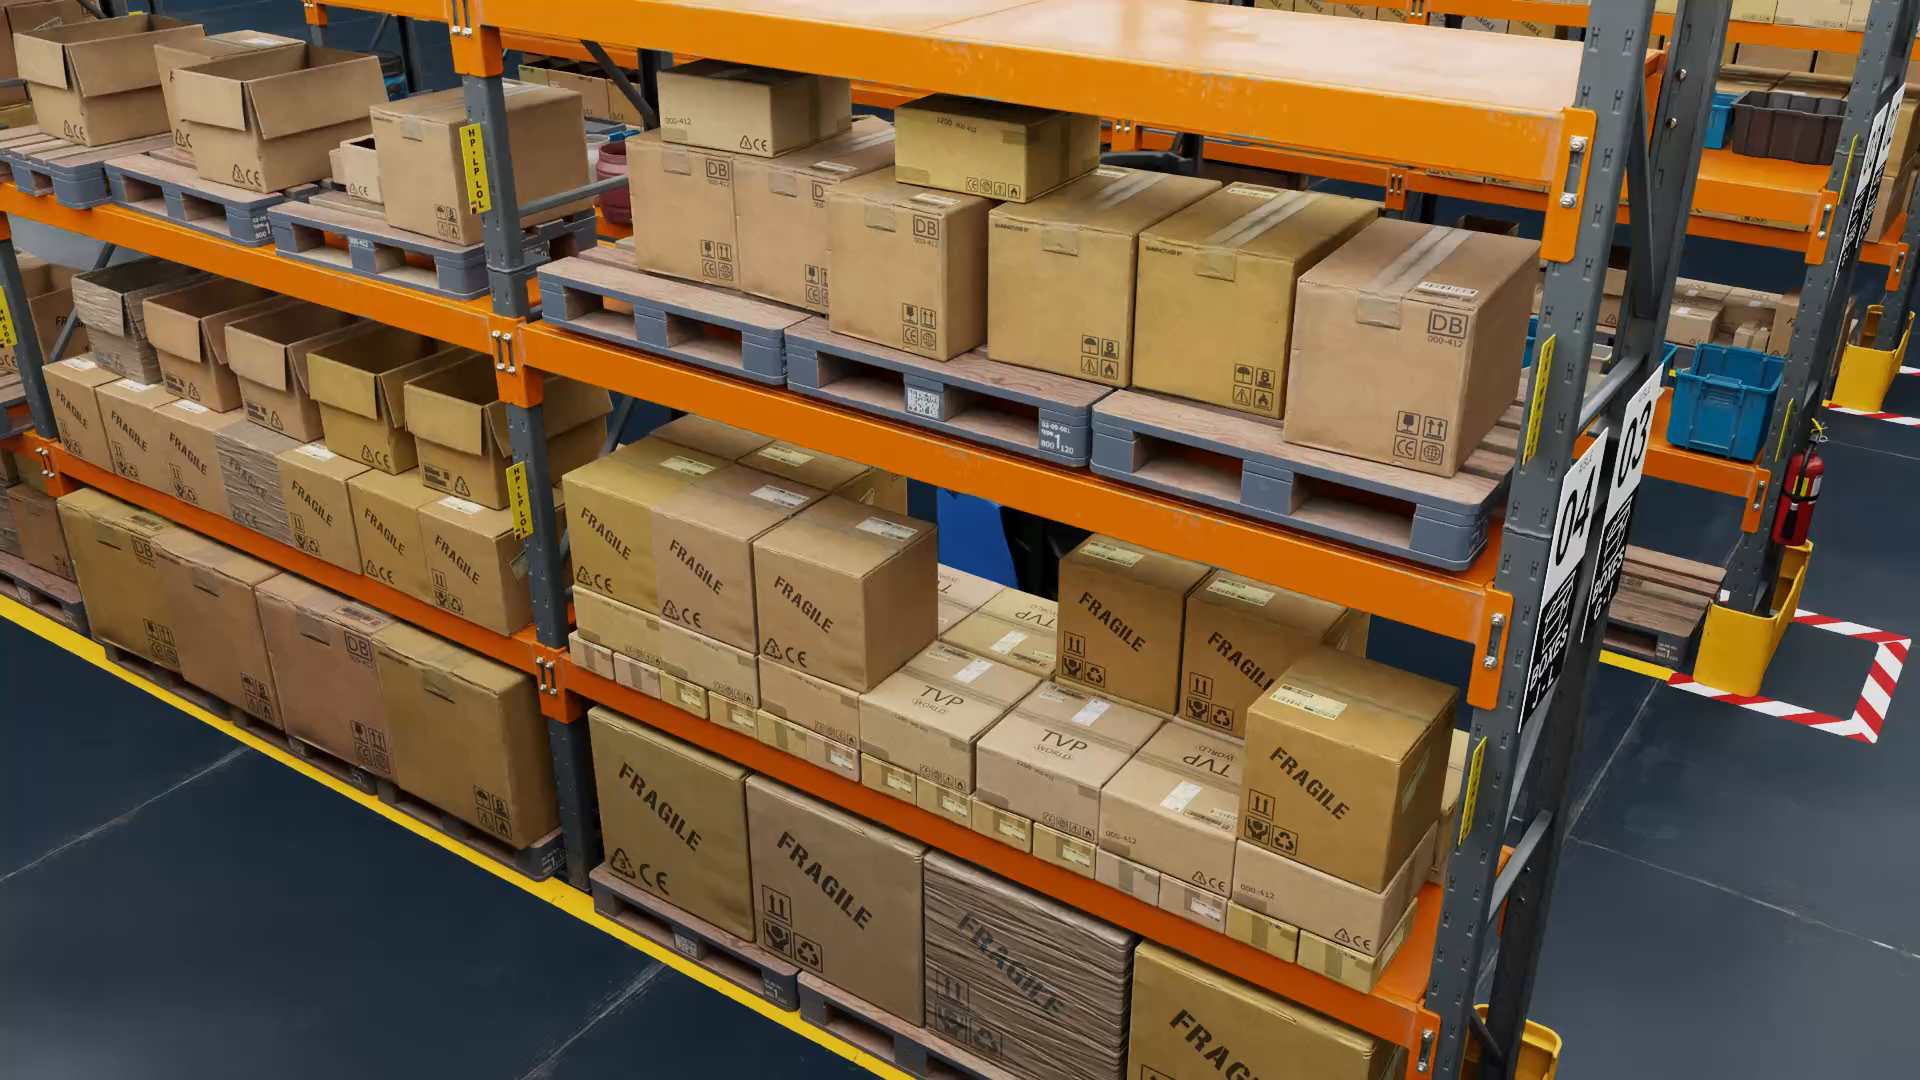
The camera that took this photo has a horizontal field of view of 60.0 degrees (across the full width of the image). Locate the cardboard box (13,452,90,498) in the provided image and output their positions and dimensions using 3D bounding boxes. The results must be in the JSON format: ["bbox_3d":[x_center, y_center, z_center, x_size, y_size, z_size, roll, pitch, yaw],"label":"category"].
[{"bbox_3d":[-5.376,-0.489,10.122,0.500,0.250,0.500,19,32,32],"label":"cardboard box"}]

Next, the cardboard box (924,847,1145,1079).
[{"bbox_3d":[0.465,1.534,6.582,0.875,0.875,0.875,17,32,30],"label":"cardboard box"}]

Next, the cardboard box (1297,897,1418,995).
[{"bbox_3d":[1.308,1.286,5.467,0.250,0.149,0.380,18,32,31],"label":"cardboard box"}]

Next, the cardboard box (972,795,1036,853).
[{"bbox_3d":[0.251,0.958,6.112,0.250,0.149,0.380,17,32,30],"label":"cardboard box"}]

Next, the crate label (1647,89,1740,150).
[{"bbox_3d":[4.015,-2.338,9.167,0.502,0.251,0.408,17,32,30],"label":"crate label"}]

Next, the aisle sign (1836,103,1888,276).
[{"bbox_3d":[4.486,-1.740,8.270,0.004,0.787,0.394,17,32,30],"label":"aisle sign"}]

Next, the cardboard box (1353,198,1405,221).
[{"bbox_3d":[3.842,-2.885,15.657,0.500,0.500,0.500,16,31,28],"label":"cardboard box"}]

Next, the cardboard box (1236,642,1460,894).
[{"bbox_3d":[1.237,0.715,5.322,0.500,0.500,0.500,18,32,31],"label":"cardboard box"}]

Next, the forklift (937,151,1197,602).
[{"bbox_3d":[0.988,-0.380,8.540,1.130,2.935,3.031,-14,30,-25],"label":"forklift"}]

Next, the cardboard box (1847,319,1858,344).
[{"bbox_3d":[7.249,-1.722,13.759,0.250,0.149,0.380,17,32,30],"label":"cardboard box"}]

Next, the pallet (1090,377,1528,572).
[{"bbox_3d":[1.170,-0.342,5.179,1.213,0.211,1.003,17,32,30],"label":"pallet"}]

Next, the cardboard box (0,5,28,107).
[{"bbox_3d":[-5.341,-2.545,8.750,0.500,0.500,0.500,18,32,32],"label":"cardboard box"}]

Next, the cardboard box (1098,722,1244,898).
[{"bbox_3d":[0.820,0.921,5.745,0.500,0.250,0.500,17,31,29],"label":"cardboard box"}]

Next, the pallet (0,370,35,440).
[{"bbox_3d":[-5.454,-0.970,9.834,1.003,0.211,1.213,17,32,30],"label":"pallet"}]

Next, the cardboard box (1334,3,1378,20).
[{"bbox_3d":[4.697,-6.167,19.376,0.500,0.500,0.500,17,32,30],"label":"cardboard box"}]

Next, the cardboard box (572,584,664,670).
[{"bbox_3d":[-1.270,0.268,7.028,0.500,0.250,0.500,17,31,29],"label":"cardboard box"}]

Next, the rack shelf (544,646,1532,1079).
[{"bbox_3d":[0.139,0.949,6.645,4.000,0.370,1.077,17,32,30],"label":"rack shelf"}]

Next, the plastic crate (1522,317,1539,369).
[{"bbox_3d":[3.490,-1.186,10.166,0.300,0.233,0.416,17,32,30],"label":"plastic crate"}]

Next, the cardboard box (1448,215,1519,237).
[{"bbox_3d":[4.733,-2.629,15.154,0.500,0.500,0.500,17,32,30],"label":"cardboard box"}]

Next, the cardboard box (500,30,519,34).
[{"bbox_3d":[-5.411,-6.589,20.554,0.500,0.500,0.700,17,32,30],"label":"cardboard box"}]

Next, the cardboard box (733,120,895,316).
[{"bbox_3d":[-0.389,-1.180,6.044,0.500,0.500,0.700,19,33,33],"label":"cardboard box"}]

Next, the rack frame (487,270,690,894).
[{"bbox_3d":[-1.509,0.115,7.491,0.127,3.000,1.000,17,32,30],"label":"rack frame"}]

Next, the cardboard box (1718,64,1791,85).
[{"bbox_3d":[6.338,-3.525,13.430,0.500,0.500,0.500,18,32,31],"label":"cardboard box"}]

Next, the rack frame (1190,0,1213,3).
[{"bbox_3d":[1.295,-4.410,9.769,0.127,3.000,1.000,17,32,30],"label":"rack frame"}]

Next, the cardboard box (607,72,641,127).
[{"bbox_3d":[-3.818,-5.235,19.745,0.500,0.500,0.500,17,32,30],"label":"cardboard box"}]

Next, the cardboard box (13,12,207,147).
[{"bbox_3d":[-4.263,-2.352,8.455,0.637,0.503,0.797,19,33,33],"label":"cardboard box"}]

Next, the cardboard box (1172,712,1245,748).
[{"bbox_3d":[1.113,0.721,6.137,0.500,0.250,0.500,17,31,30],"label":"cardboard box"}]

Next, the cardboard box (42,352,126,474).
[{"bbox_3d":[-4.560,-0.730,9.041,0.500,0.500,0.500,18,32,32],"label":"cardboard box"}]

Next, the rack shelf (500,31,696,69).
[{"bbox_3d":[-4.140,-5.835,19.975,4.000,0.370,1.077,17,32,30],"label":"rack shelf"}]

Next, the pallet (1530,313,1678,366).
[{"bbox_3d":[5.678,-1.855,14.437,1.213,0.211,1.003,17,32,30],"label":"pallet"}]

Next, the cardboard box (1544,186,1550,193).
[{"bbox_3d":[5.203,-3.140,13.776,0.500,0.500,0.500,17,32,30],"label":"cardboard box"}]

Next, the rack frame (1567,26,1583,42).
[{"bbox_3d":[6.904,-5.440,18.407,0.127,3.000,1.000,17,32,30],"label":"rack frame"}]

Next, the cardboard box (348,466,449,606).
[{"bbox_3d":[-2.453,-0.077,7.758,0.500,0.500,0.500,18,32,32],"label":"cardboard box"}]

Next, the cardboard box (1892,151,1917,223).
[{"bbox_3d":[7.183,-2.817,13.143,0.500,0.500,0.500,18,32,31],"label":"cardboard box"}]

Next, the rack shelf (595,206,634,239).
[{"bbox_3d":[-3.651,-2.957,14.320,4.000,0.370,1.077,17,32,30],"label":"rack shelf"}]

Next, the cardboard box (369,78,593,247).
[{"bbox_3d":[-1.993,-1.599,6.978,0.500,0.500,0.700,18,32,31],"label":"cardboard box"}]

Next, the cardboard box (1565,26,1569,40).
[{"bbox_3d":[6.668,-5.839,18.730,0.500,0.500,0.500,16,31,29],"label":"cardboard box"}]

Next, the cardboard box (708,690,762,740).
[{"bbox_3d":[-0.802,0.629,6.758,0.250,0.149,0.380,16,31,29],"label":"cardboard box"}]

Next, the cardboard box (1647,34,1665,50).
[{"bbox_3d":[7.342,-5.429,18.054,0.700,0.700,0.980,18,32,31],"label":"cardboard box"}]

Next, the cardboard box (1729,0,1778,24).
[{"bbox_3d":[6.001,-4.120,12.670,0.500,0.250,0.500,17,32,30],"label":"cardboard box"}]

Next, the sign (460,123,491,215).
[{"bbox_3d":[-1.809,-1.387,6.218,0.005,0.325,0.100,17,32,30],"label":"sign"}]

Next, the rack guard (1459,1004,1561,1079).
[{"bbox_3d":[1.808,2.262,6.027,0.348,0.500,1.175,17,32,30],"label":"rack guard"}]

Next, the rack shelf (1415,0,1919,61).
[{"bbox_3d":[5.751,-4.090,13.240,4.000,0.370,1.077,17,32,30],"label":"rack shelf"}]

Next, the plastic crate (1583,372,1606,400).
[{"bbox_3d":[3.587,-0.840,9.592,0.243,0.136,0.396,17,32,30],"label":"plastic crate"}]

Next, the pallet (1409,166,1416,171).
[{"bbox_3d":[5.216,-4.681,19.989,1.213,0.211,1.003,17,32,30],"label":"pallet"}]

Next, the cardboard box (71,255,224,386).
[{"bbox_3d":[-4.213,-1.210,8.878,0.637,0.503,0.797,19,32,32],"label":"cardboard box"}]

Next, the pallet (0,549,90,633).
[{"bbox_3d":[-5.450,0.129,10.537,1.213,0.211,1.003,17,32,30],"label":"pallet"}]

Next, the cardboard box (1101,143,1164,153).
[{"bbox_3d":[1.758,-3.866,16.757,0.500,0.250,0.500,19,32,32],"label":"cardboard box"}]
